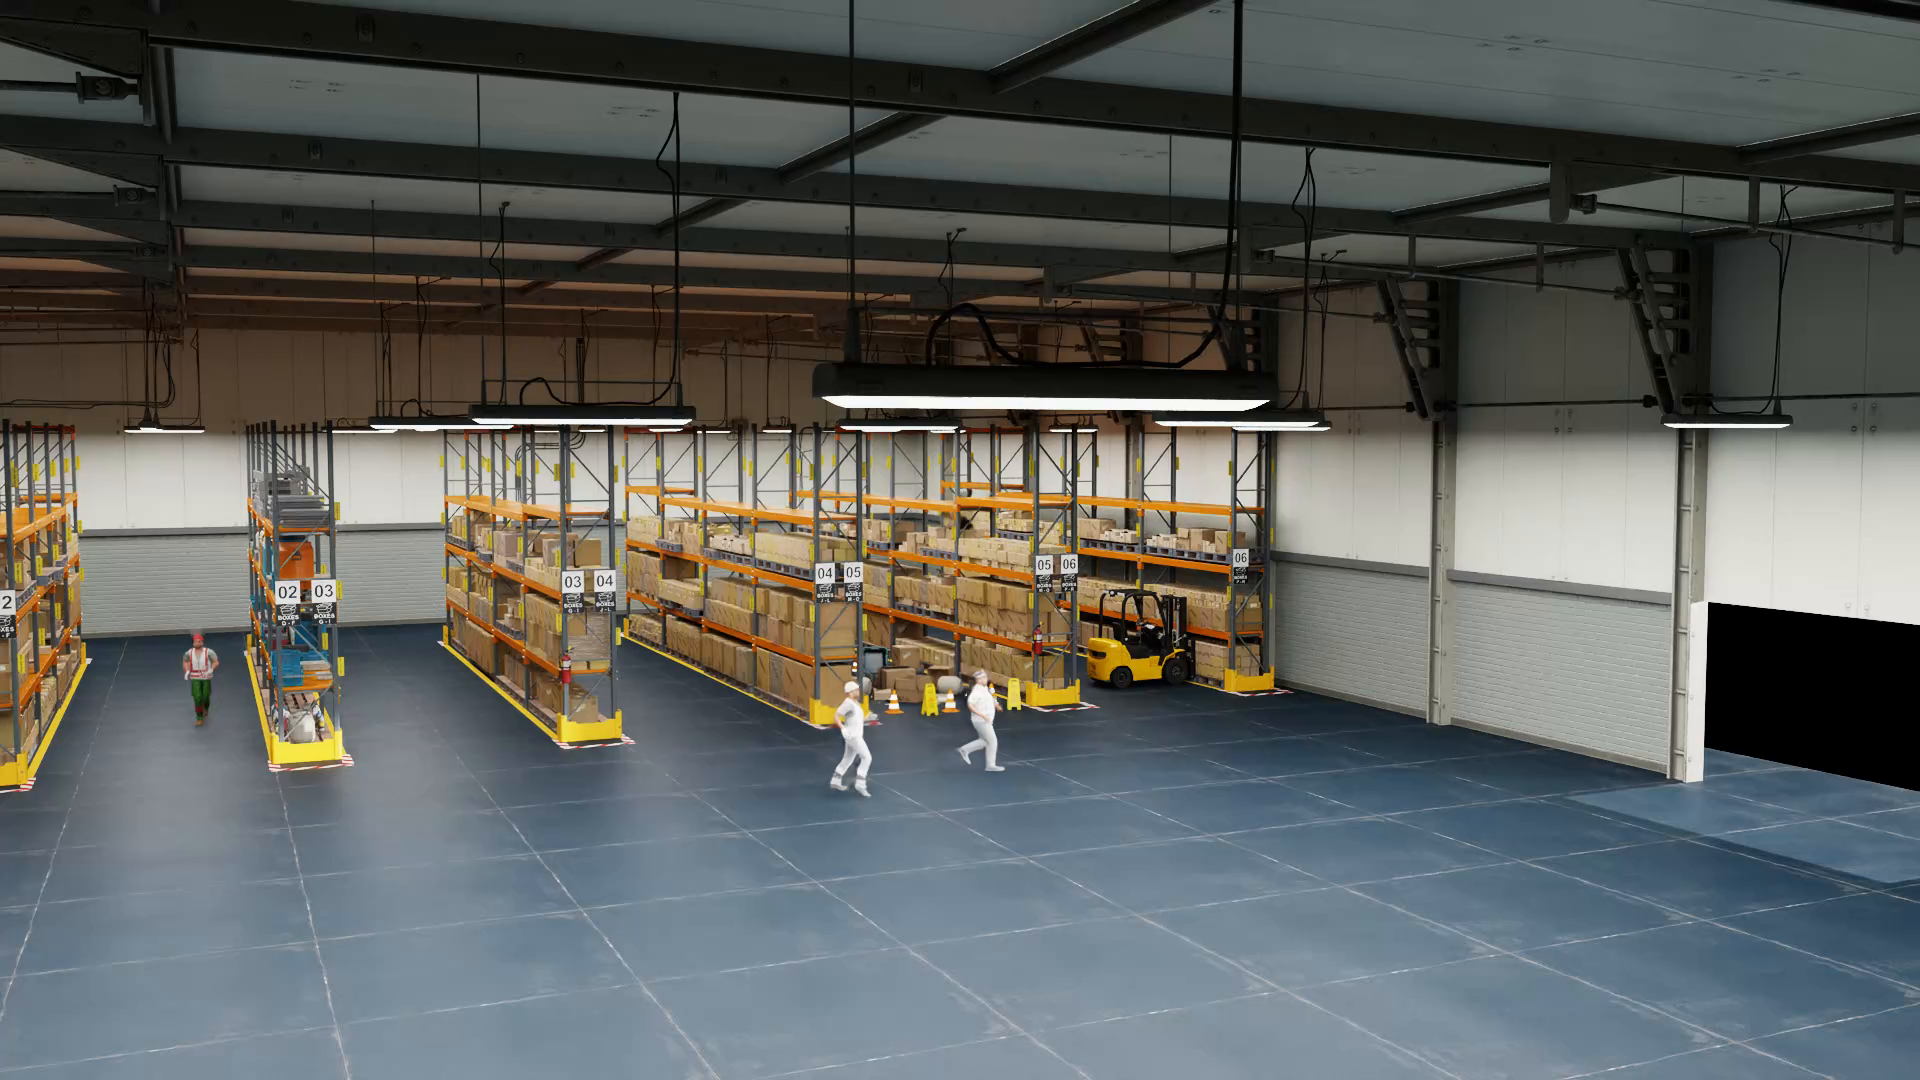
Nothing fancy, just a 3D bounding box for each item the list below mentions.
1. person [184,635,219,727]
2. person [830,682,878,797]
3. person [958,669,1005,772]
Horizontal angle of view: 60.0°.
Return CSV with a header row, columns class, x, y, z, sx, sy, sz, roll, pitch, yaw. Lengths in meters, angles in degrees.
class,x,y,z,sx,sy,sz,roll,pitch,yaw
person,-15.037,2.757,32.972,0.648,1.787,0.867,-1,4,-18
person,-1.691,3.173,26.453,0.762,1.846,0.643,0,4,0
person,0.355,3.069,28.420,0.830,1.747,0.675,1,4,11
